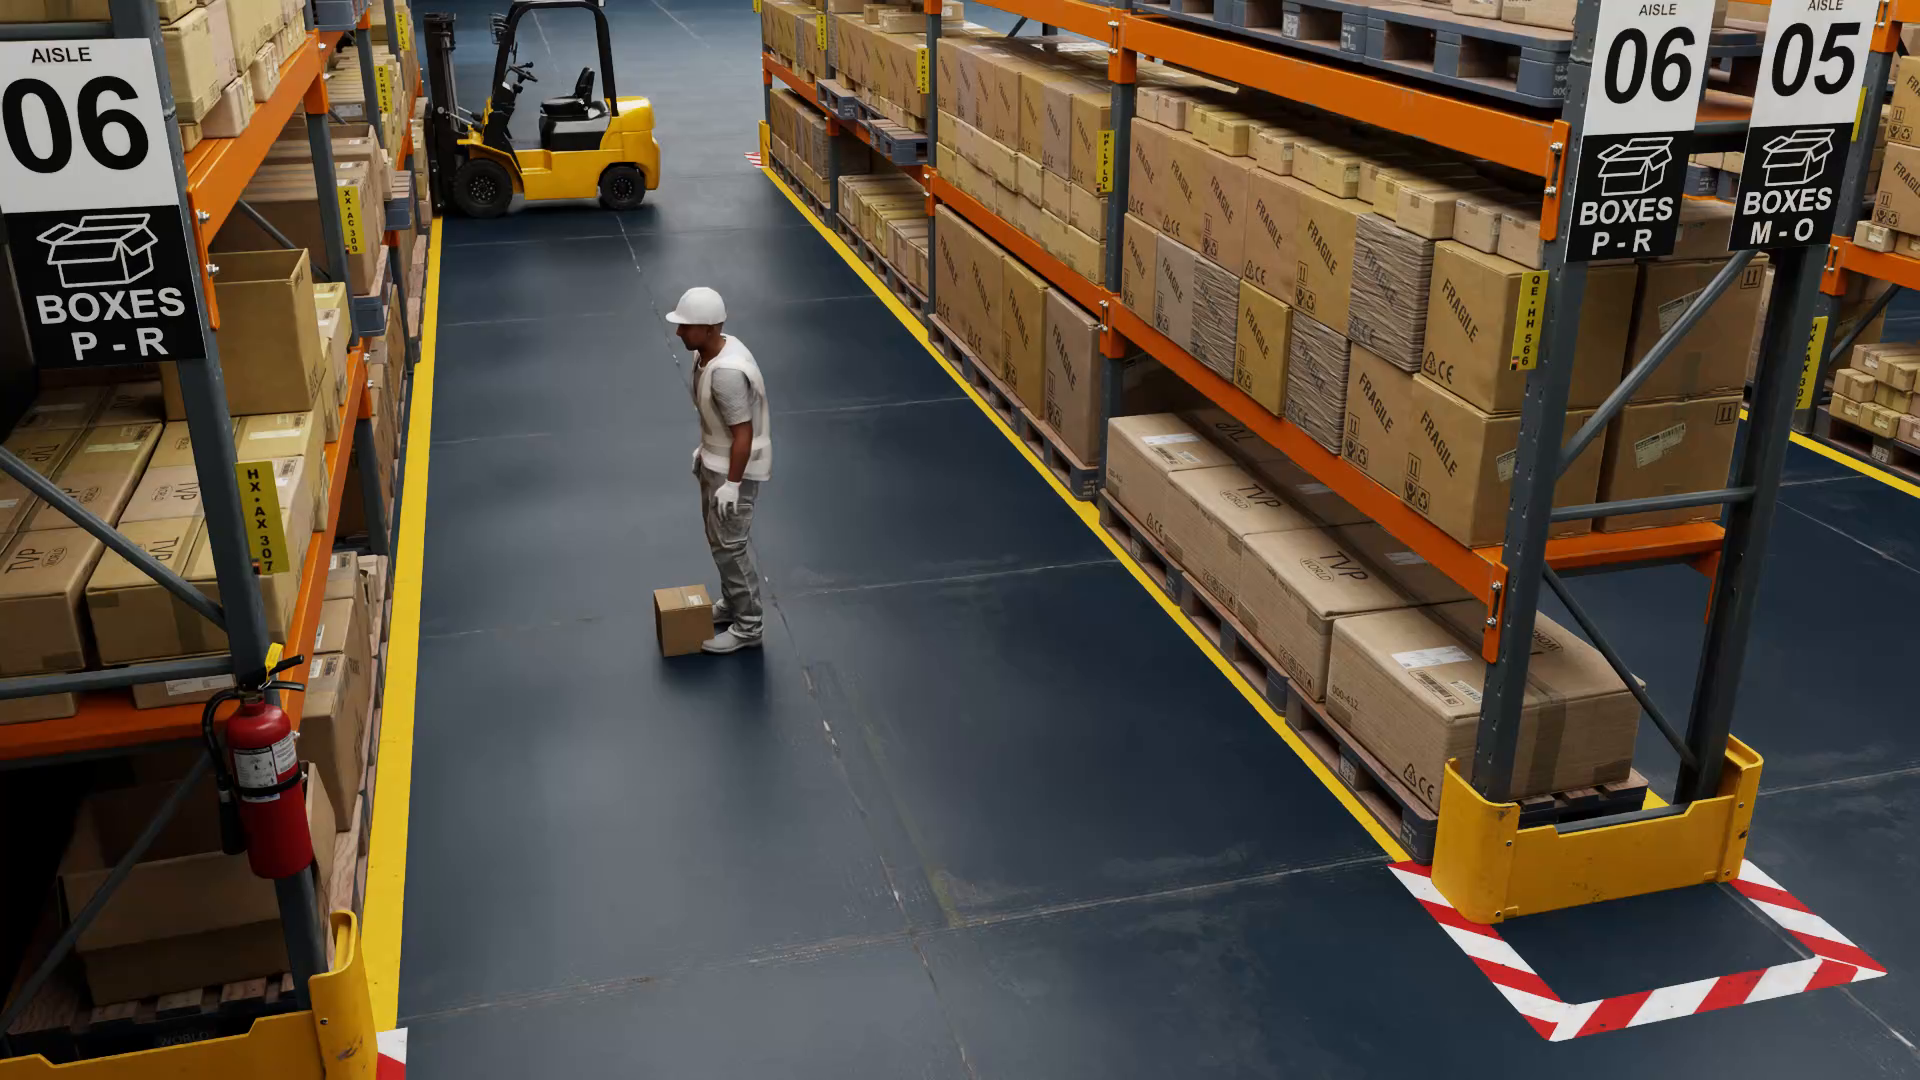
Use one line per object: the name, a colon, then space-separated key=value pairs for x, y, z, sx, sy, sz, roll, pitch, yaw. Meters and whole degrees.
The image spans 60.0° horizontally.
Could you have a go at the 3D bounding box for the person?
person: x=-1.123 y=-0.334 z=7.876 sx=0.443 sy=1.776 sz=0.630 roll=-7 pitch=24 yaw=-17
